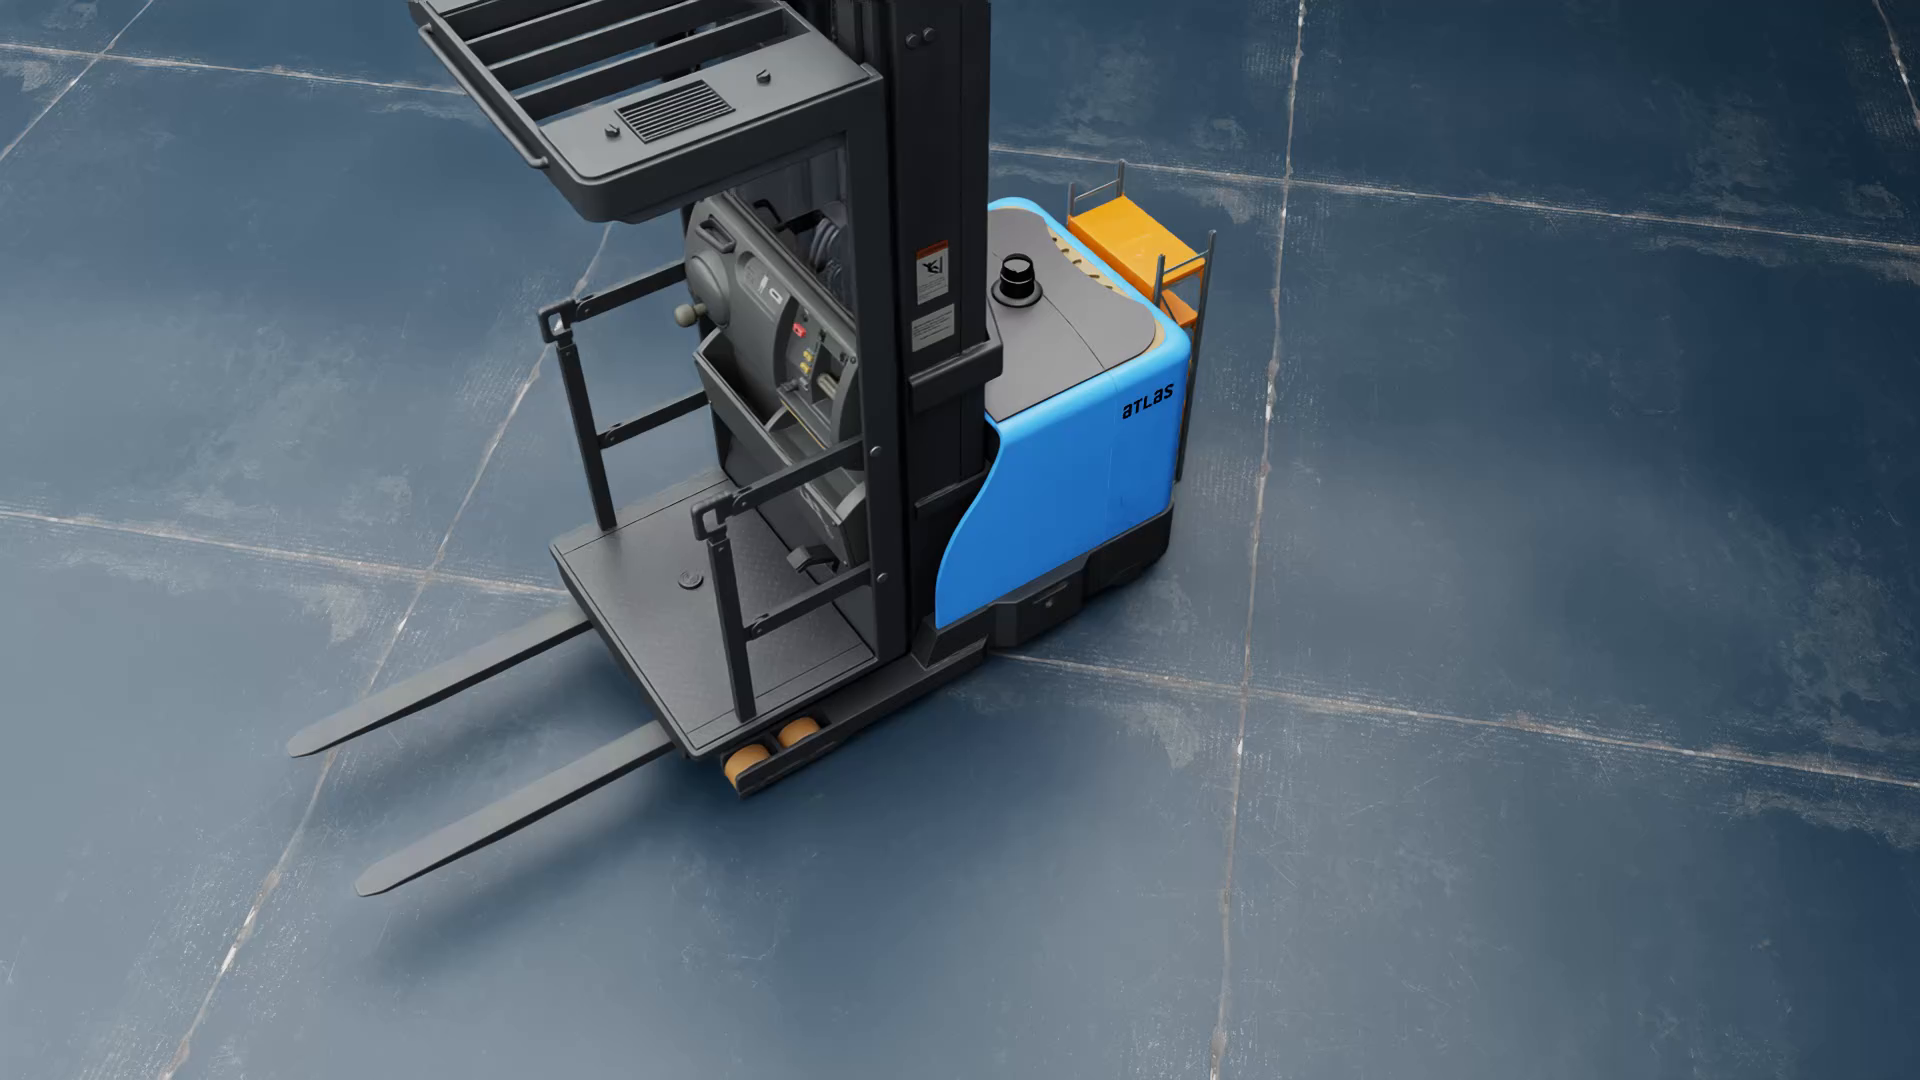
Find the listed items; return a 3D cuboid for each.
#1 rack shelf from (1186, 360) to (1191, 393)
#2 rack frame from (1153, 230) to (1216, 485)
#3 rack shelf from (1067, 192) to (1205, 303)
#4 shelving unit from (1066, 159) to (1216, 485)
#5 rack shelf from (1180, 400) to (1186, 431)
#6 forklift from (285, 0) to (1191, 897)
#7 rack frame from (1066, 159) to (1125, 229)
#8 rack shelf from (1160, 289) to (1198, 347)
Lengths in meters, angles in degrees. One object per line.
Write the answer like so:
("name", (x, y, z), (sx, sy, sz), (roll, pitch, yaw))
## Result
("rack shelf", (0.617, -0.689, 6.153), (0.258, 0.148, 0.480), (-27, 54, -22))
("rack frame", (0.756, -0.585, 5.969), (0.240, 1.200, 0.015), (-27, 54, -22))
("rack shelf", (0.617, -0.996, 5.810), (0.258, 0.148, 0.480), (-27, 54, -22))
("shelving unit", (0.617, -0.734, 6.103), (0.258, 1.200, 0.503), (-27, 54, -22))
("rack shelf", (0.617, -0.556, 6.301), (0.258, 0.148, 0.480), (-27, 54, -22))
("forklift", (-0.735, -0.597, 4.816), (3.031, 2.935, 1.130), (-27, 53, -22))
("rack frame", (0.478, -0.883, 6.237), (0.240, 1.200, 0.015), (-27, 54, -22))
("rack shelf", (0.617, -0.838, 5.986), (0.258, 0.148, 0.480), (-27, 54, -22))
